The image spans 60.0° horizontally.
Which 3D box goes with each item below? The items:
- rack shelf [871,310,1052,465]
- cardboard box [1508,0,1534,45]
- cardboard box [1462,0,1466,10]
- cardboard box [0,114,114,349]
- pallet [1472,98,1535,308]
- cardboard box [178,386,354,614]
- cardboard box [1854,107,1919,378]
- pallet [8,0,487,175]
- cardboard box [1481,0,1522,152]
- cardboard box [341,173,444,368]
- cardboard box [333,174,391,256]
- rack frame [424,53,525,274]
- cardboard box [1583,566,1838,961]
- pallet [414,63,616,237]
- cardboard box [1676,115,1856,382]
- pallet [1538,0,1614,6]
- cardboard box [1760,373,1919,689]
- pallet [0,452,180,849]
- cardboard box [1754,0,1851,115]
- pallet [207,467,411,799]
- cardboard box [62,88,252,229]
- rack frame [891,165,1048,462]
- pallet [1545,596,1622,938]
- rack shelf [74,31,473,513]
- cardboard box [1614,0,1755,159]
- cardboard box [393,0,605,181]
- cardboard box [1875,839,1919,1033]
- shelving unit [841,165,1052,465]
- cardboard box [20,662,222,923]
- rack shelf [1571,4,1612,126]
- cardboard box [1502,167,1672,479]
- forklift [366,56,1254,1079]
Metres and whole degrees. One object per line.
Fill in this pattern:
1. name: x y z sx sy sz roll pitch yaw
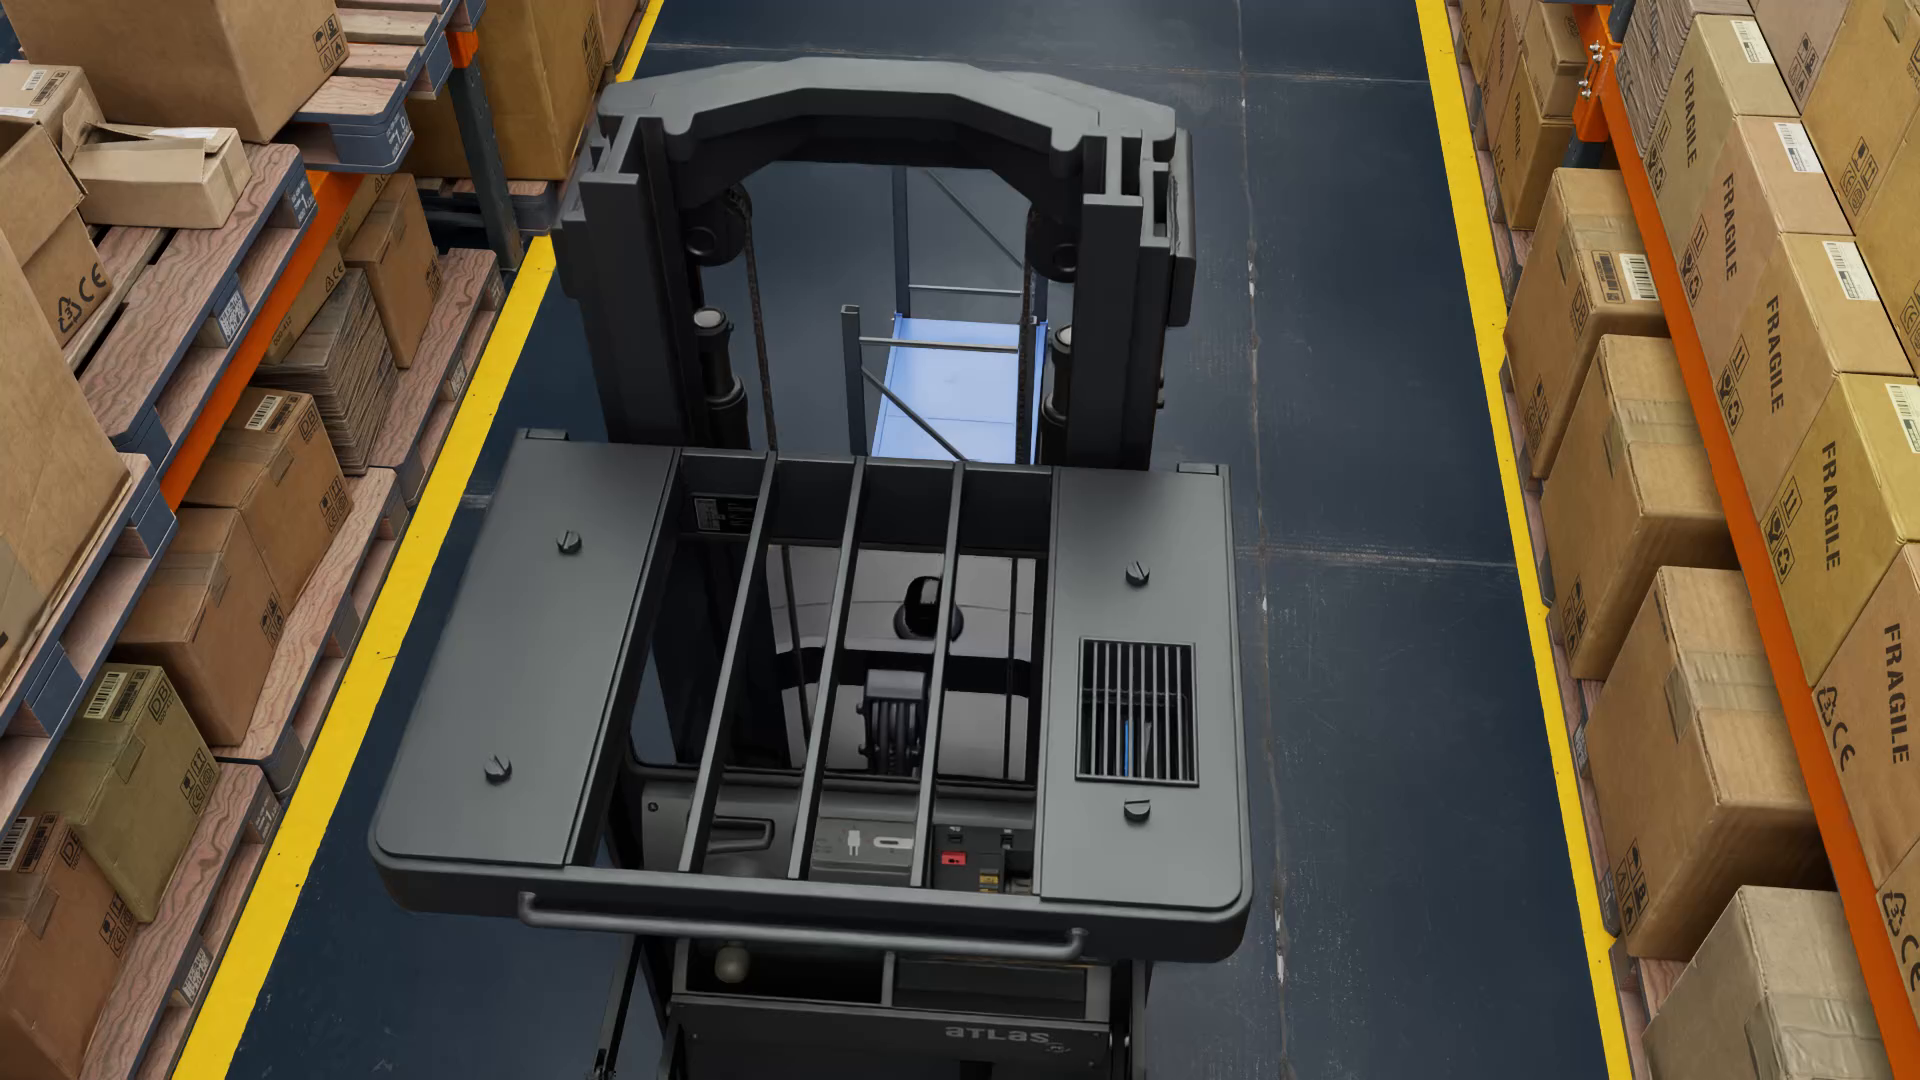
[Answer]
1. rack shelf: -0.008 -0.322 5.272 0.538 0.185 1.000 4 48 4
2. cardboard box: 2.479 -2.205 6.635 0.500 0.250 0.500 4 48 4
3. cardboard box: 2.595 -2.700 7.596 0.500 0.500 0.500 5 48 4
4. cardboard box: -2.586 -0.687 3.991 0.797 0.503 0.637 8 48 8
5. pallet: 2.716 -1.395 6.883 1.003 0.211 1.213 4 48 4
6. cardboard box: -2.411 -0.156 5.255 0.700 0.500 0.500 7 48 7
7. cardboard box: 2.456 -0.680 3.593 0.700 0.500 0.500 3 48 3
8. pallet: -2.246 -1.574 5.287 1.213 0.211 1.003 4 48 4
9. cardboard box: 2.494 -1.943 6.903 0.500 0.500 0.500 6 48 5
10. cardboard box: -2.328 -0.981 6.010 0.700 0.500 0.500 2 48 1
11. cardboard box: -2.318 -1.233 5.733 0.500 0.250 0.500 6 48 5
12. rack frame: -2.287 -2.170 5.702 1.000 3.000 0.127 4 48 4
13. cardboard box: 2.337 0.624 4.386 1.050 0.750 0.750 4 48 4
14. pallet: -2.140 -1.803 7.256 1.003 0.211 1.213 4 48 4
15. cardboard box: 2.243 -0.740 4.326 0.500 0.500 0.500 4 48 3
16. pallet: 2.602 -2.228 5.885 1.213 0.211 1.003 4 48 4
17. cardboard box: 2.152 -0.001 3.650 0.500 0.500 0.500 4 48 4
18. pallet: -2.437 0.282 3.589 1.003 0.211 1.213 4 48 4
19. cardboard box: 2.547 -1.432 4.282 0.700 0.500 0.500 3 48 3
20. pallet: -2.474 0.239 5.388 1.003 0.211 1.213 4 48 4
21. cardboard box: -2.170 -1.023 4.459 0.396 0.266 0.258 3 48 2
22. rack frame: 0.039 -0.817 5.481 0.500 1.500 0.032 4 48 4
23. pallet: 2.382 0.647 5.015 1.003 0.211 1.213 4 48 4
24. rack shelf: -2.469 -0.457 4.623 1.077 0.370 4.000 4 48 4
25. cardboard box: 2.333 -1.484 5.007 0.500 0.500 0.500 4 48 4
26. cardboard box: -2.204 -2.100 6.793 1.225 0.875 0.875 2 48 2
27. cardboard box: 2.060 0.742 2.971 0.500 0.500 0.500 4 48 3
28. shelving unit: -0.008 -0.443 5.139 0.538 1.500 1.048 4 48 4
29. cardboard box: -2.512 0.666 4.504 0.700 0.500 0.500 4 48 3
30. rack shelf: 2.825 -2.989 6.938 1.077 0.370 4.000 4 48 4
31. cardboard box: 2.498 -0.703 5.600 1.050 0.750 0.750 3 48 3
32. forklift: -0.158 0.776 3.054 1.130 2.935 3.031 3 48 3
